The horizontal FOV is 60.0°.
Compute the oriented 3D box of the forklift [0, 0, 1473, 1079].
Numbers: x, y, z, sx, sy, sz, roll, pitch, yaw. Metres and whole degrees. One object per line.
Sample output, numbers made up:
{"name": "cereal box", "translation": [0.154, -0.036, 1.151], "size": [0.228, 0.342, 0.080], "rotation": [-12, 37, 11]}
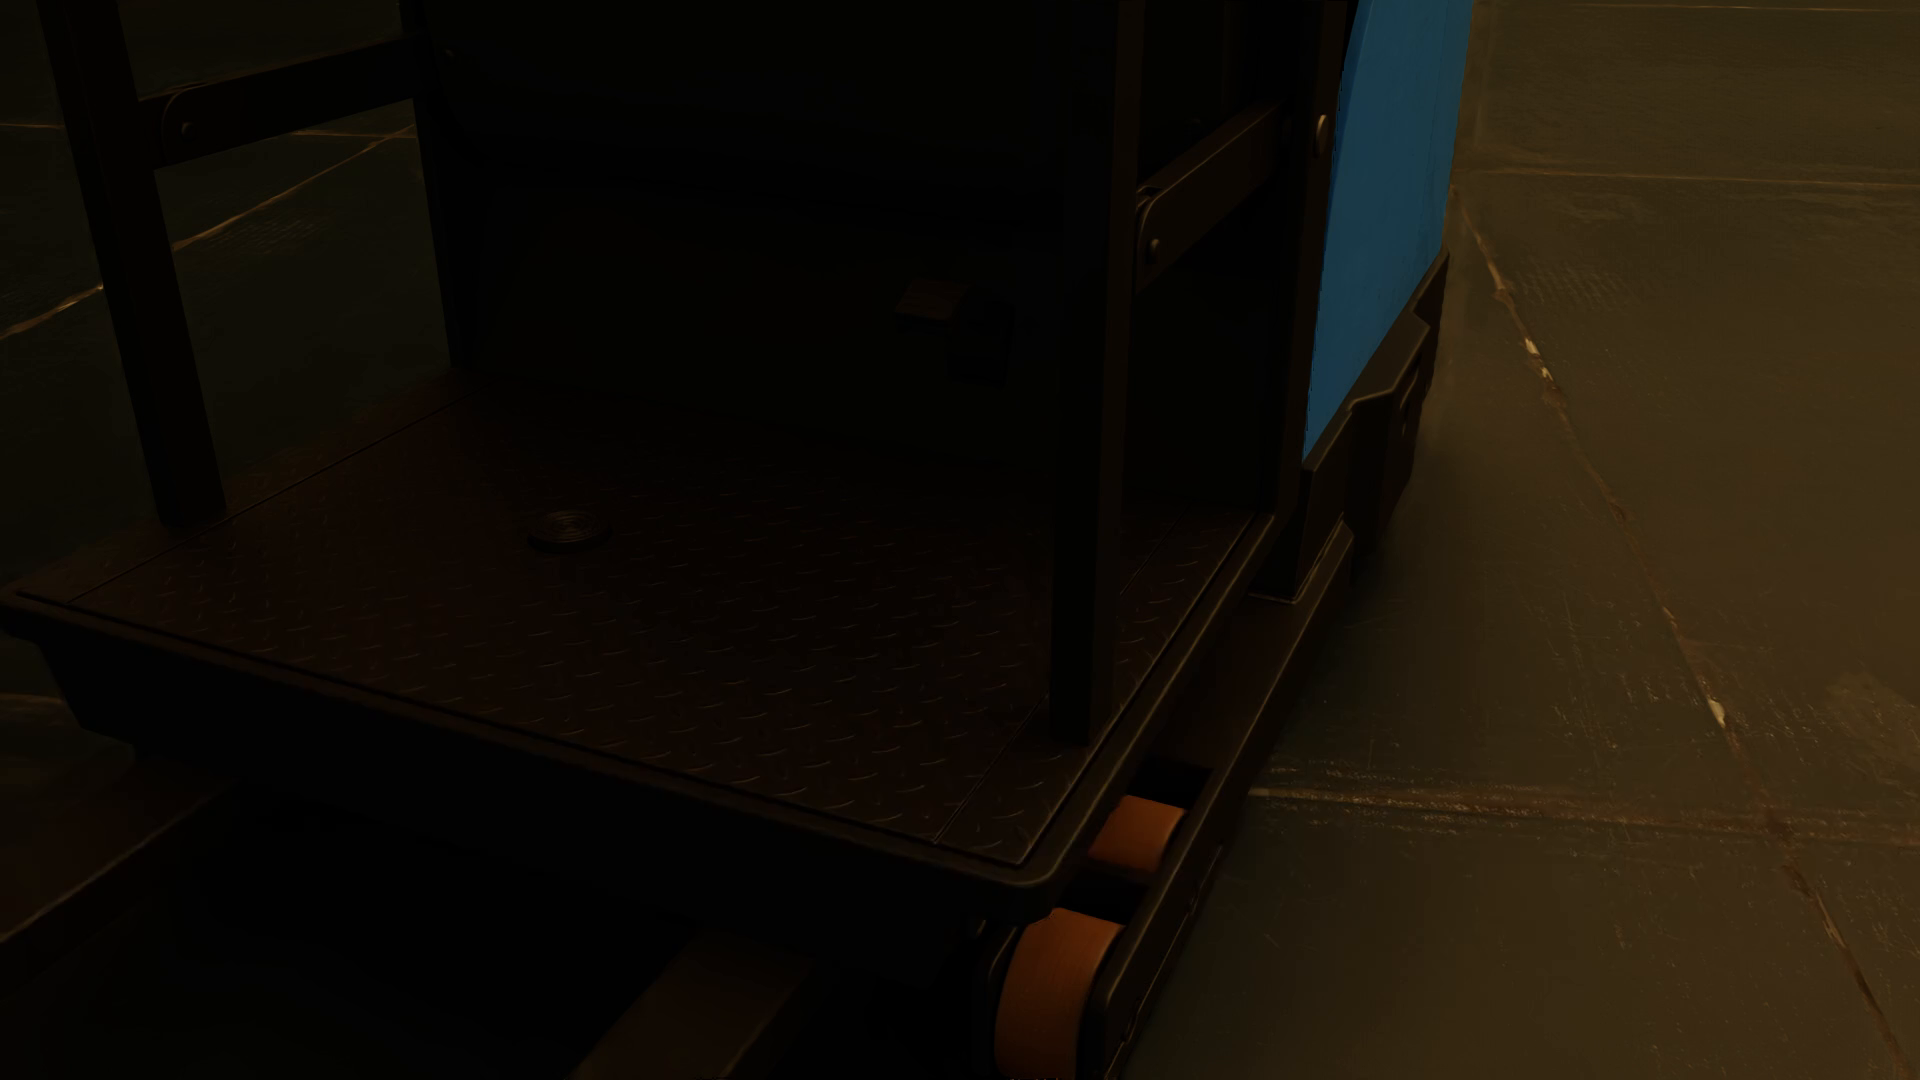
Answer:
{"name": "forklift", "translation": [-0.244, -1.032, 1.285], "size": [1.130, 2.935, 3.031], "rotation": [11, 29, 21]}
